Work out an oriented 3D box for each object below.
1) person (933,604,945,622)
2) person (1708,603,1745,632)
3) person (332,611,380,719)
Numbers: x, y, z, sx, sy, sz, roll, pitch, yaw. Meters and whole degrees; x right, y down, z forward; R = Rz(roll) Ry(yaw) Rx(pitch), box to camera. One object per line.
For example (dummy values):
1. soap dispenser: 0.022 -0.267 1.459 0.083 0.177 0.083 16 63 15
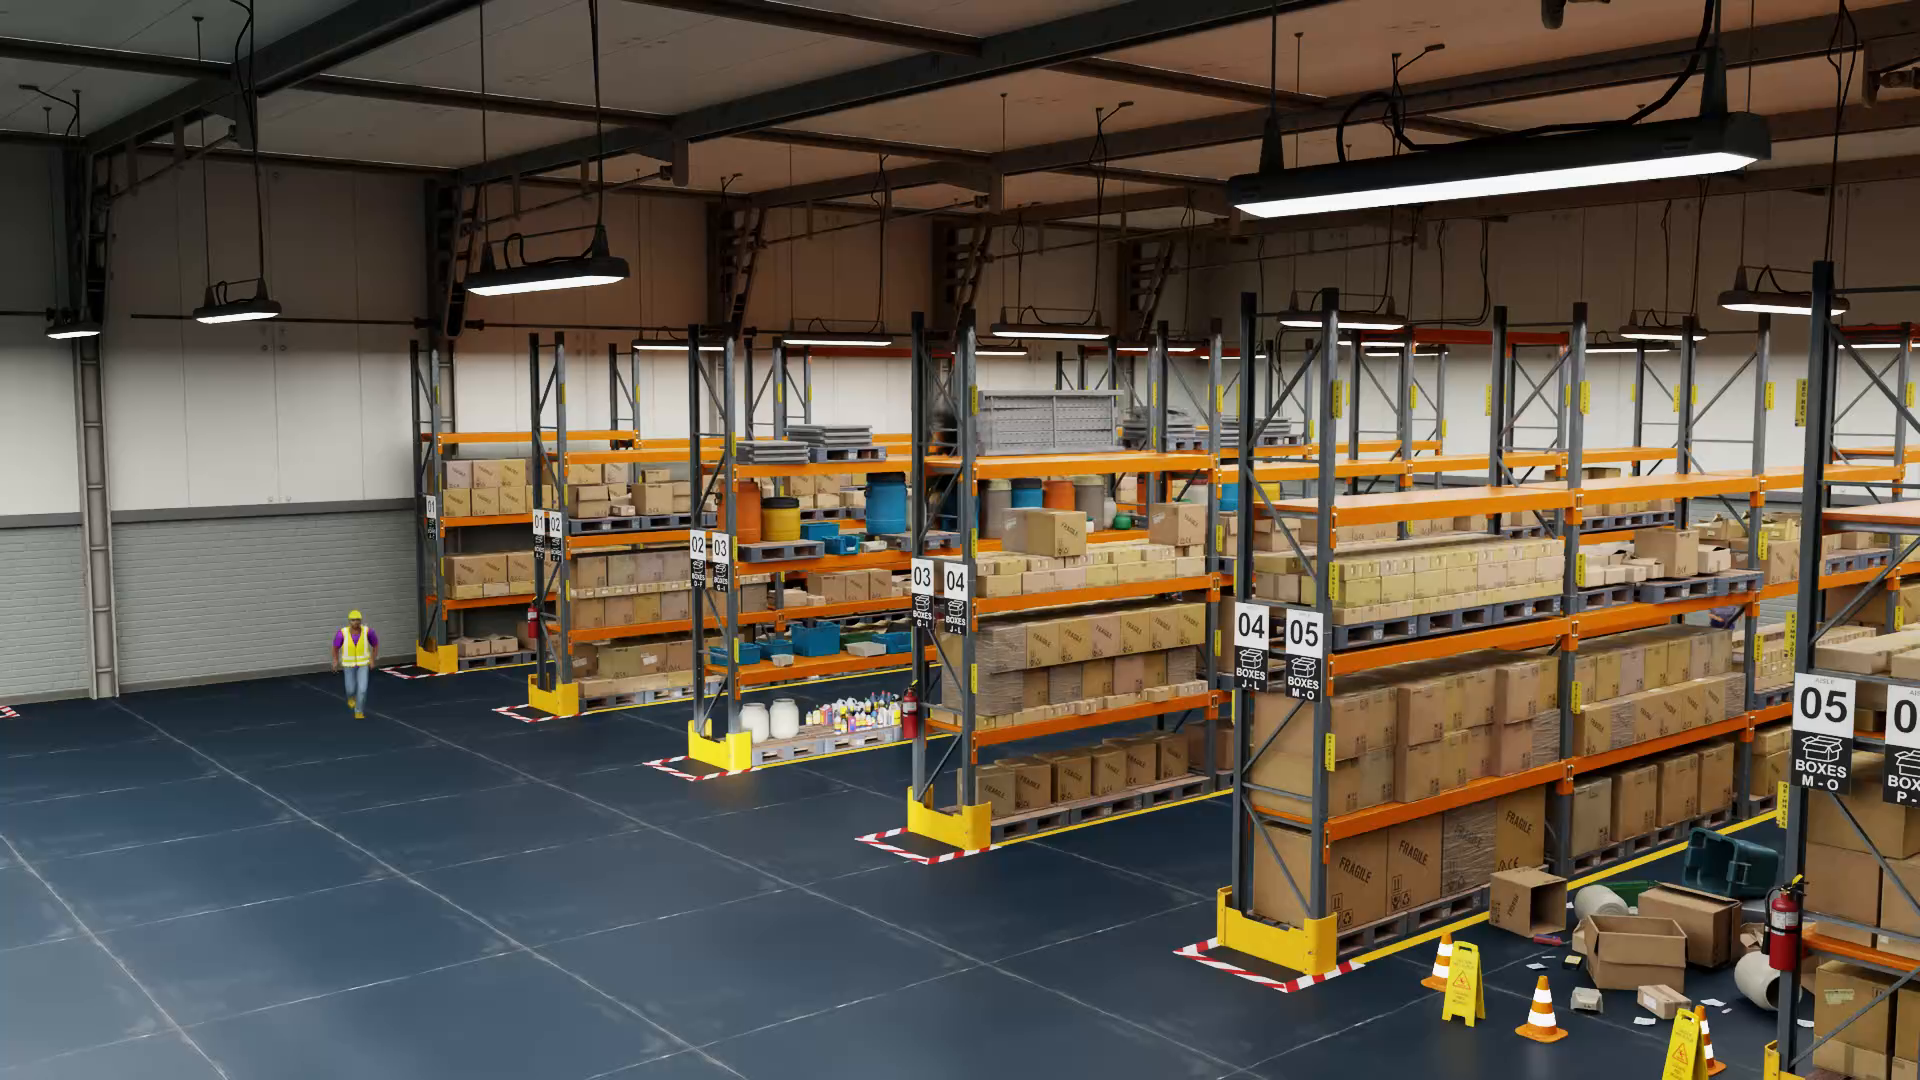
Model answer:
1. person: -0.481 1.017 35.546 0.890 1.792 0.621 -5 7 -42
2. person: 14.057 1.606 30.512 0.646 1.482 0.843 2 6 16
3. person: -9.389 1.927 25.874 0.689 1.699 0.603 -2 6 -19
